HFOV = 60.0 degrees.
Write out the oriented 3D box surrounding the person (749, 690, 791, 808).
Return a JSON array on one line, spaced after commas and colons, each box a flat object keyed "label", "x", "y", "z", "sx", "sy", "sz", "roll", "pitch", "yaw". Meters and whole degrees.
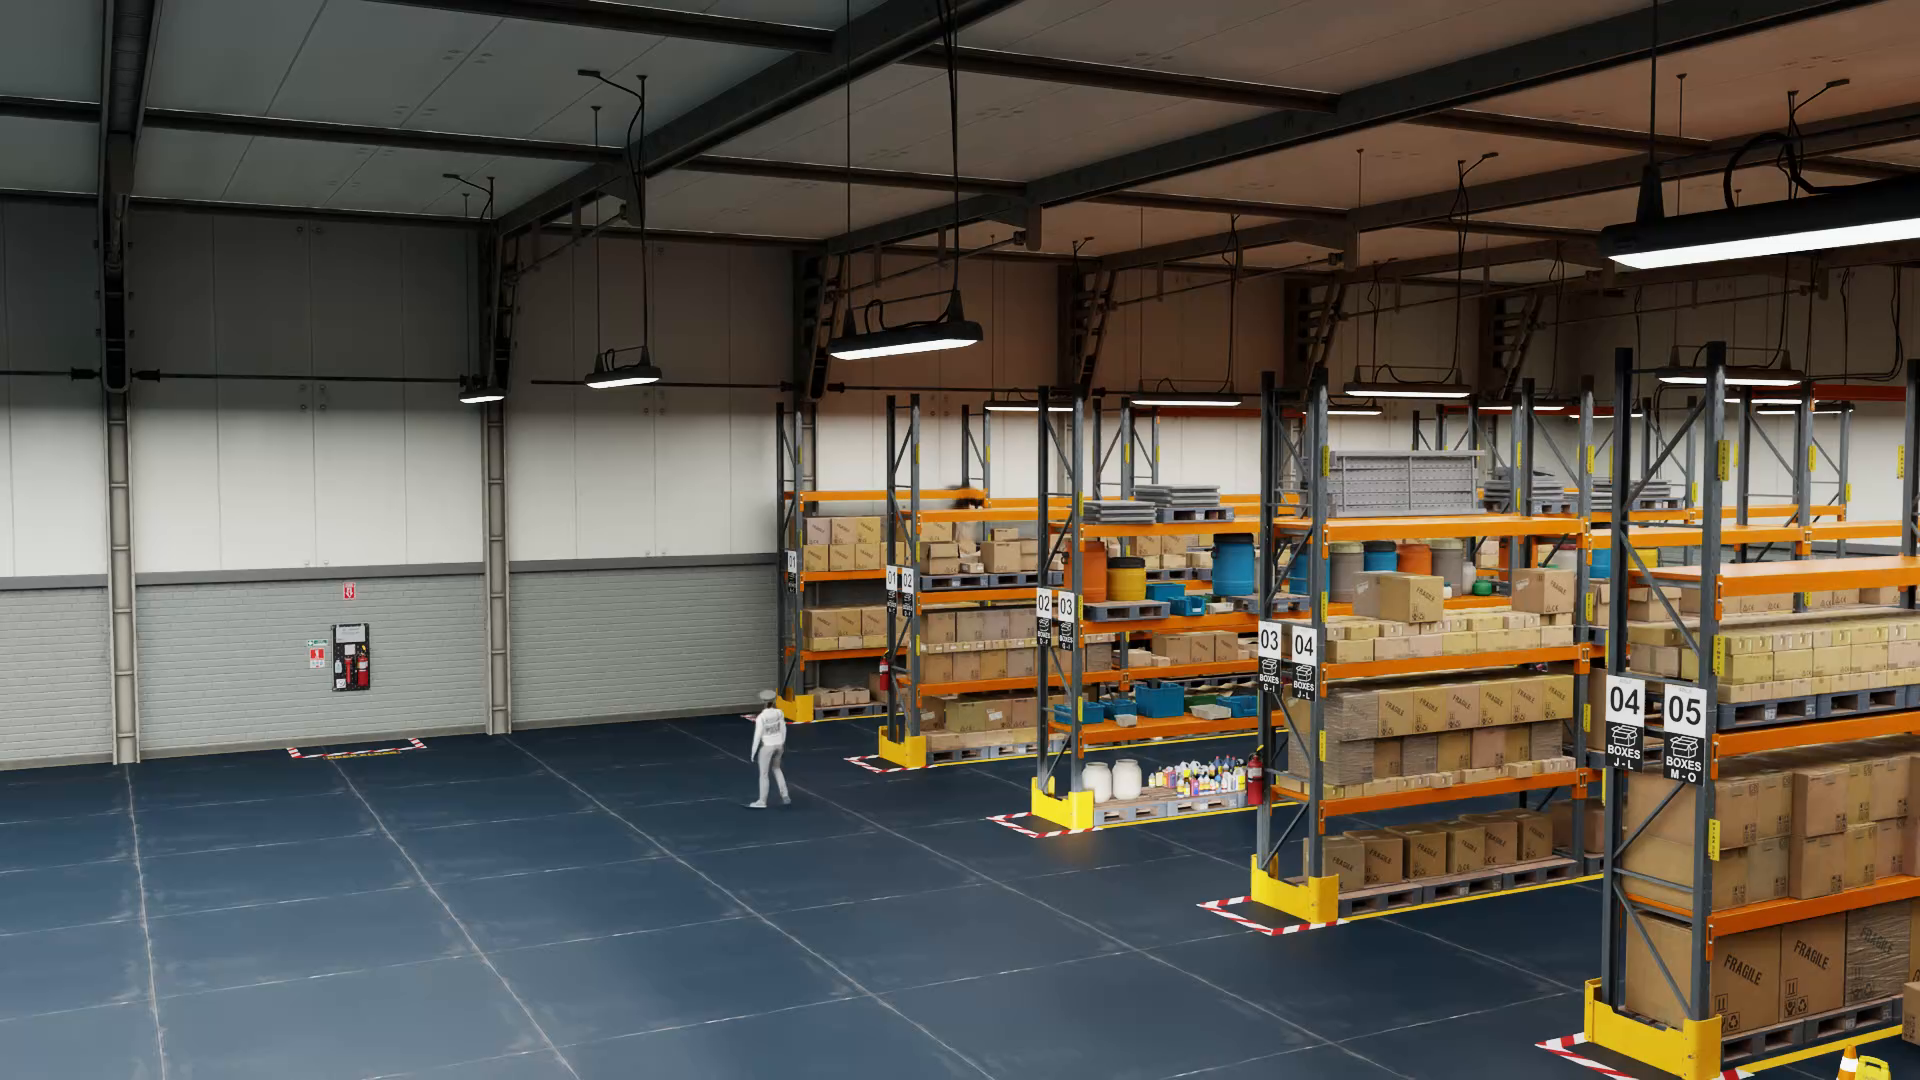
[{"label": "person", "x": -2.712, "y": 2.974, "z": 23.728, "sx": 0.472, "sy": 1.683, "sz": 0.569, "roll": 3, "pitch": 4, "yaw": 39}]
